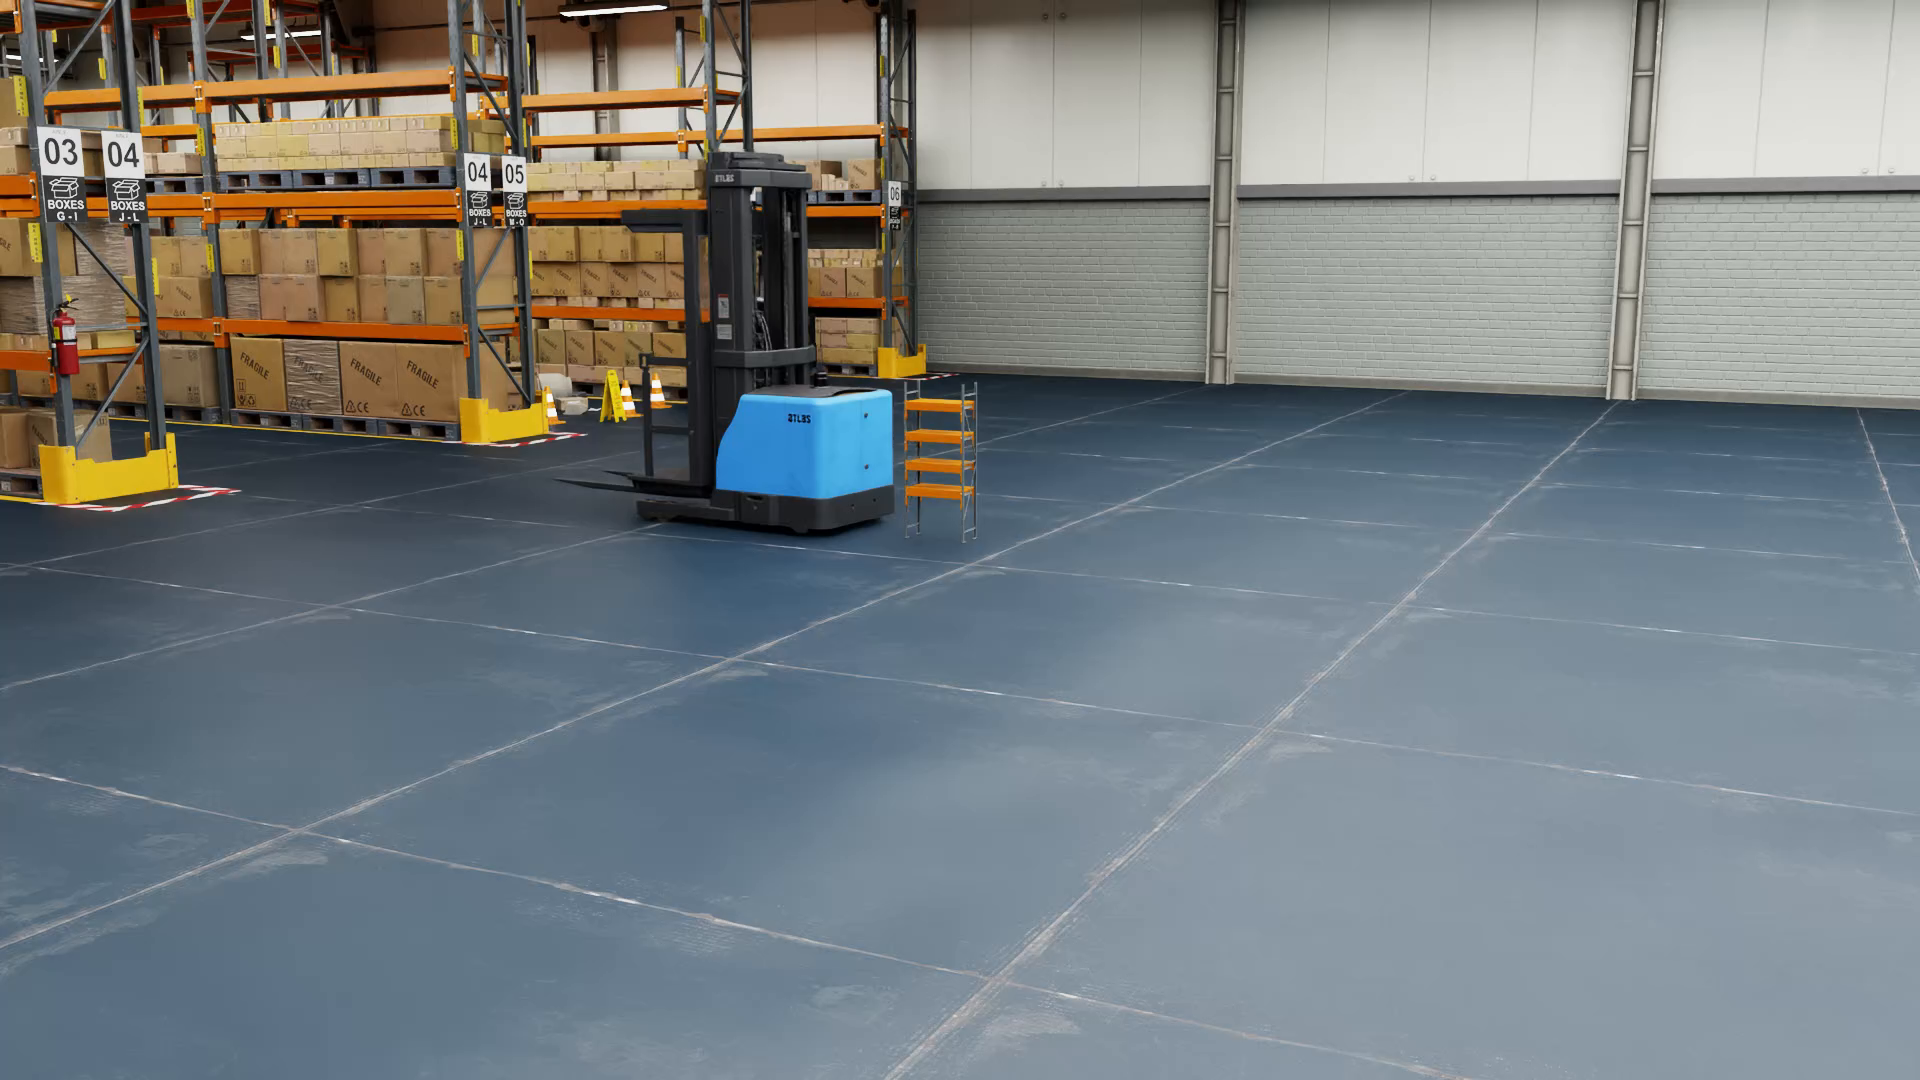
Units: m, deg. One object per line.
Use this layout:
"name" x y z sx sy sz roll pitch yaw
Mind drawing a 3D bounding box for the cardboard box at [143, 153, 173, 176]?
"cardboard box" -10.083 -4.703 20.832 0.500 0.250 0.500 5 11 25

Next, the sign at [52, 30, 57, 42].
"sign" -12.223 -6.876 22.390 0.005 0.325 0.100 5 11 26

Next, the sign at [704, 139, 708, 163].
"sign" -3.455 -5.291 22.632 0.005 0.325 0.100 5 11 26

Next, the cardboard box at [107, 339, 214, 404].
"cardboard box" -10.338 -2.194 21.566 0.750 0.750 1.050 5 11 26

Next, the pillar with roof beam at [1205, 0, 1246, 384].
"pillar with roof beam" 2.252 -6.250 21.994 0.400 9.000 9.100 5 11 26

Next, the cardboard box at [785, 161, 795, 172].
"cardboard box" -2.886 -6.187 28.318 0.637 0.503 0.797 5 12 28

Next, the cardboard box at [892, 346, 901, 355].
"cardboard box" -1.353 -3.183 28.435 0.500 0.250 0.500 5 11 26

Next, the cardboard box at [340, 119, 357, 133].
"cardboard box" -6.884 -4.741 19.086 0.250 0.149 0.380 5 11 25

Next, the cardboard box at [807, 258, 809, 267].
"cardboard box" -2.595 -4.707 28.215 0.250 0.149 0.380 5 11 26

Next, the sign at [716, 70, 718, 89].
"sign" -4.318 -8.151 29.430 0.005 0.325 0.100 5 11 26

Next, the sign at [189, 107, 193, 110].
"sign" -15.587 -8.884 33.704 0.005 0.325 0.100 5 11 26

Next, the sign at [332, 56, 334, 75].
"sign" -10.135 -7.635 26.801 0.005 0.325 0.100 5 11 26

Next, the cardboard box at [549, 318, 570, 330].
"cardboard box" -5.822 -3.174 24.459 0.250 0.149 0.380 6 12 28

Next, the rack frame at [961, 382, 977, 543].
"rack frame" 0.070 -0.584 12.589 0.015 1.200 0.240 5 11 26

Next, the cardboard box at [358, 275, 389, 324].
"cardboard box" -6.594 -2.867 19.730 0.550 0.550 0.875 5 11 26

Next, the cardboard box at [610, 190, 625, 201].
"cardboard box" -4.771 -4.907 23.705 0.250 0.149 0.380 5 11 24

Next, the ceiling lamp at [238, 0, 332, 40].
"ceiling lamp" -11.981 -10.612 29.707 2.000 3.185 0.800 5 11 26

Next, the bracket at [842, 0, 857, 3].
"bracket" -1.754 -9.157 27.952 0.430 0.232 0.235 5 11 26

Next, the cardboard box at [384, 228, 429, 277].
"cardboard box" -6.141 -3.337 19.291 0.550 0.550 0.875 5 11 26

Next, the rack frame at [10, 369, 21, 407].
"rack frame" -12.466 -3.298 22.530 0.127 3.000 1.000 5 11 26

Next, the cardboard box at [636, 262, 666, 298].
"cardboard box" -4.247 -3.701 23.639 0.500 0.500 0.500 5 11 26

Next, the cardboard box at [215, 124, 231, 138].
"cardboard box" -8.702 -4.900 19.968 0.250 0.149 0.380 5 11 26

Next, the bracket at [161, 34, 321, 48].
"bracket" -14.826 -10.306 34.298 4.783 0.066 0.076 5 11 26

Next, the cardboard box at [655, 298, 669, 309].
"cardboard box" -4.118 -3.364 23.598 0.250 0.149 0.380 5 11 25

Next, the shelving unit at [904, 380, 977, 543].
"shelving unit" -0.148 -0.603 12.695 0.503 1.200 0.258 5 11 26

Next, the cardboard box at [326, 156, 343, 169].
"cardboard box" -7.107 -4.368 19.266 0.250 0.149 0.380 5 11 27

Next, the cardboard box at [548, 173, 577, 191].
"cardboard box" -5.595 -5.171 24.041 0.500 0.250 0.500 5 11 26

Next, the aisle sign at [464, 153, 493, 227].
"aisle sign" -5.360 -3.893 18.520 0.004 0.787 0.394 5 11 26

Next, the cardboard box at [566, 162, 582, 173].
"cardboard box" -5.449 -5.355 23.941 0.250 0.149 0.380 5 11 25

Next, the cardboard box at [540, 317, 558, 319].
"cardboard box" -7.620 -3.876 31.214 0.625 0.625 0.875 5 12 28

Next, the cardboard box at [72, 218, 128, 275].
"cardboard box" -7.949 -2.658 15.069 0.500 0.500 0.500 5 11 26

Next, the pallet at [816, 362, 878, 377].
"pallet" -1.703 -2.941 28.385 1.213 0.211 1.003 5 11 26

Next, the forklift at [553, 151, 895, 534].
"forklift" -2.057 -1.662 13.681 3.031 2.935 1.130 6 12 31

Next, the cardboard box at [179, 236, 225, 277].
"cardboard box" -9.326 -3.562 20.901 0.500 0.500 0.700 5 11 25

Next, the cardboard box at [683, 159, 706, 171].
"cardboard box" -3.626 -5.190 23.030 0.250 0.149 0.380 5 11 26

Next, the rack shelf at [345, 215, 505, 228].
"rack shelf" -9.967 -6.169 31.992 4.000 0.370 1.077 5 11 26

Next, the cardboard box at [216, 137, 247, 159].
"cardboard box" -8.564 -4.704 20.002 0.500 0.250 0.500 5 11 26

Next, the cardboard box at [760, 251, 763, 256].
"cardboard box" -3.241 -4.928 28.598 0.250 0.149 0.380 5 11 26

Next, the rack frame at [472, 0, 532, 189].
"rack frame" -6.779 -6.733 24.666 0.127 3.000 1.000 5 11 26

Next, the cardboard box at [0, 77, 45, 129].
"cardboard box" -8.788 -3.961 15.252 0.500 0.500 0.500 5 11 26

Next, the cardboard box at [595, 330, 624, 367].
"cardboard box" -4.945 -2.792 24.168 0.500 0.500 0.500 5 11 24

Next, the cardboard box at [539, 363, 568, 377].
"cardboard box" -5.885 -2.505 24.690 0.500 0.250 0.500 6 12 29

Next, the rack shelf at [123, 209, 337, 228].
"rack shelf" -12.160 -5.376 27.610 4.000 0.370 1.077 5 11 26

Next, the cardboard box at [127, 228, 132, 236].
"cardboard box" -14.370 -5.246 28.381 0.250 0.149 0.380 5 11 25

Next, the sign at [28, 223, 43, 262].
"sign" -7.840 -2.522 14.102 0.005 0.325 0.100 5 11 26

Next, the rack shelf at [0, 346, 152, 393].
"rack shelf" -9.370 -1.687 15.649 4.000 0.370 1.077 5 11 26

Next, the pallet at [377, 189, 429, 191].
"pallet" -8.217 -5.312 25.762 1.003 0.211 1.213 5 11 26

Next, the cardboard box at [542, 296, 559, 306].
"cardboard box" -5.931 -3.529 24.511 0.250 0.149 0.380 5 12 28

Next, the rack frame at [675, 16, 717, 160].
"rack frame" -4.586 -7.526 29.048 0.127 3.000 1.000 5 11 26

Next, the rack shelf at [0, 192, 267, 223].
"rack shelf" -10.672 -4.262 21.456 4.000 0.370 1.077 5 11 26

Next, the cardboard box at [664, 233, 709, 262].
"cardboard box" -3.746 -4.159 23.364 0.500 0.500 0.700 5 11 24

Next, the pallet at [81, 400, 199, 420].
"pallet" -10.702 -1.755 21.836 1.213 0.211 1.003 5 11 26
